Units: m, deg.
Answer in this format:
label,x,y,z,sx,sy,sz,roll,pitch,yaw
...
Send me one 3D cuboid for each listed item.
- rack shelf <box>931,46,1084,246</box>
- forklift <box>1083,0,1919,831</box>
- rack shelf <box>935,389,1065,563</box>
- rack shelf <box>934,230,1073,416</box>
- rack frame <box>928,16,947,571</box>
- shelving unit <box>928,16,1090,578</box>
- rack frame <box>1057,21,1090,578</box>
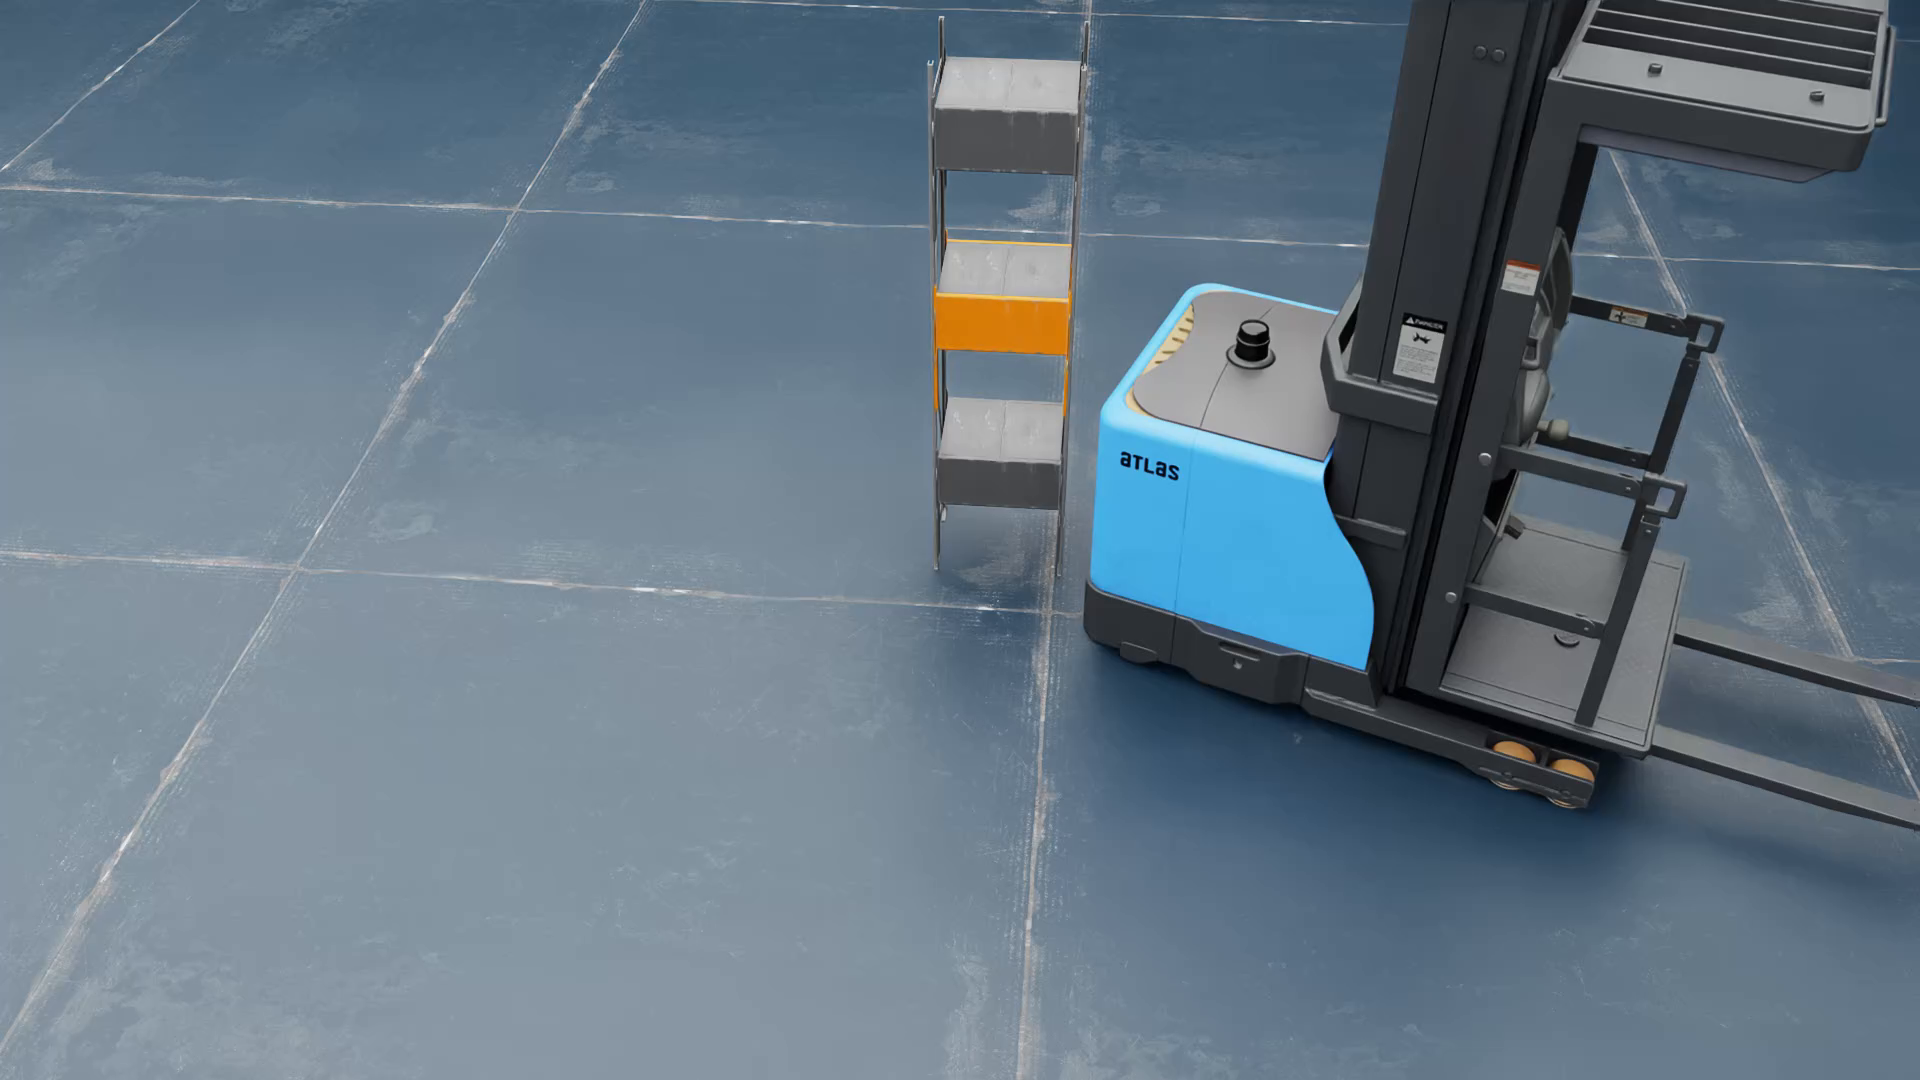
label,x,y,z,sx,sy,sz,roll,pitch,yaw
rack shelf,0.165,-1.338,5.643,0.480,0.518,0.431,3,39,4
forklift,2.018,-0.614,5.182,3.031,2.935,1.130,17,42,20
rack shelf,0.165,-0.252,6.527,0.480,0.518,0.431,3,39,4
rack shelf,0.165,-0.795,6.085,0.480,0.518,0.431,3,39,4
rack frame,-0.078,-0.819,6.092,0.015,2.100,0.400,3,39,4
shelving unit,0.165,-0.805,6.076,0.503,2.100,0.431,3,39,4
rack frame,0.408,-0.792,6.060,0.015,2.100,0.400,3,39,4
